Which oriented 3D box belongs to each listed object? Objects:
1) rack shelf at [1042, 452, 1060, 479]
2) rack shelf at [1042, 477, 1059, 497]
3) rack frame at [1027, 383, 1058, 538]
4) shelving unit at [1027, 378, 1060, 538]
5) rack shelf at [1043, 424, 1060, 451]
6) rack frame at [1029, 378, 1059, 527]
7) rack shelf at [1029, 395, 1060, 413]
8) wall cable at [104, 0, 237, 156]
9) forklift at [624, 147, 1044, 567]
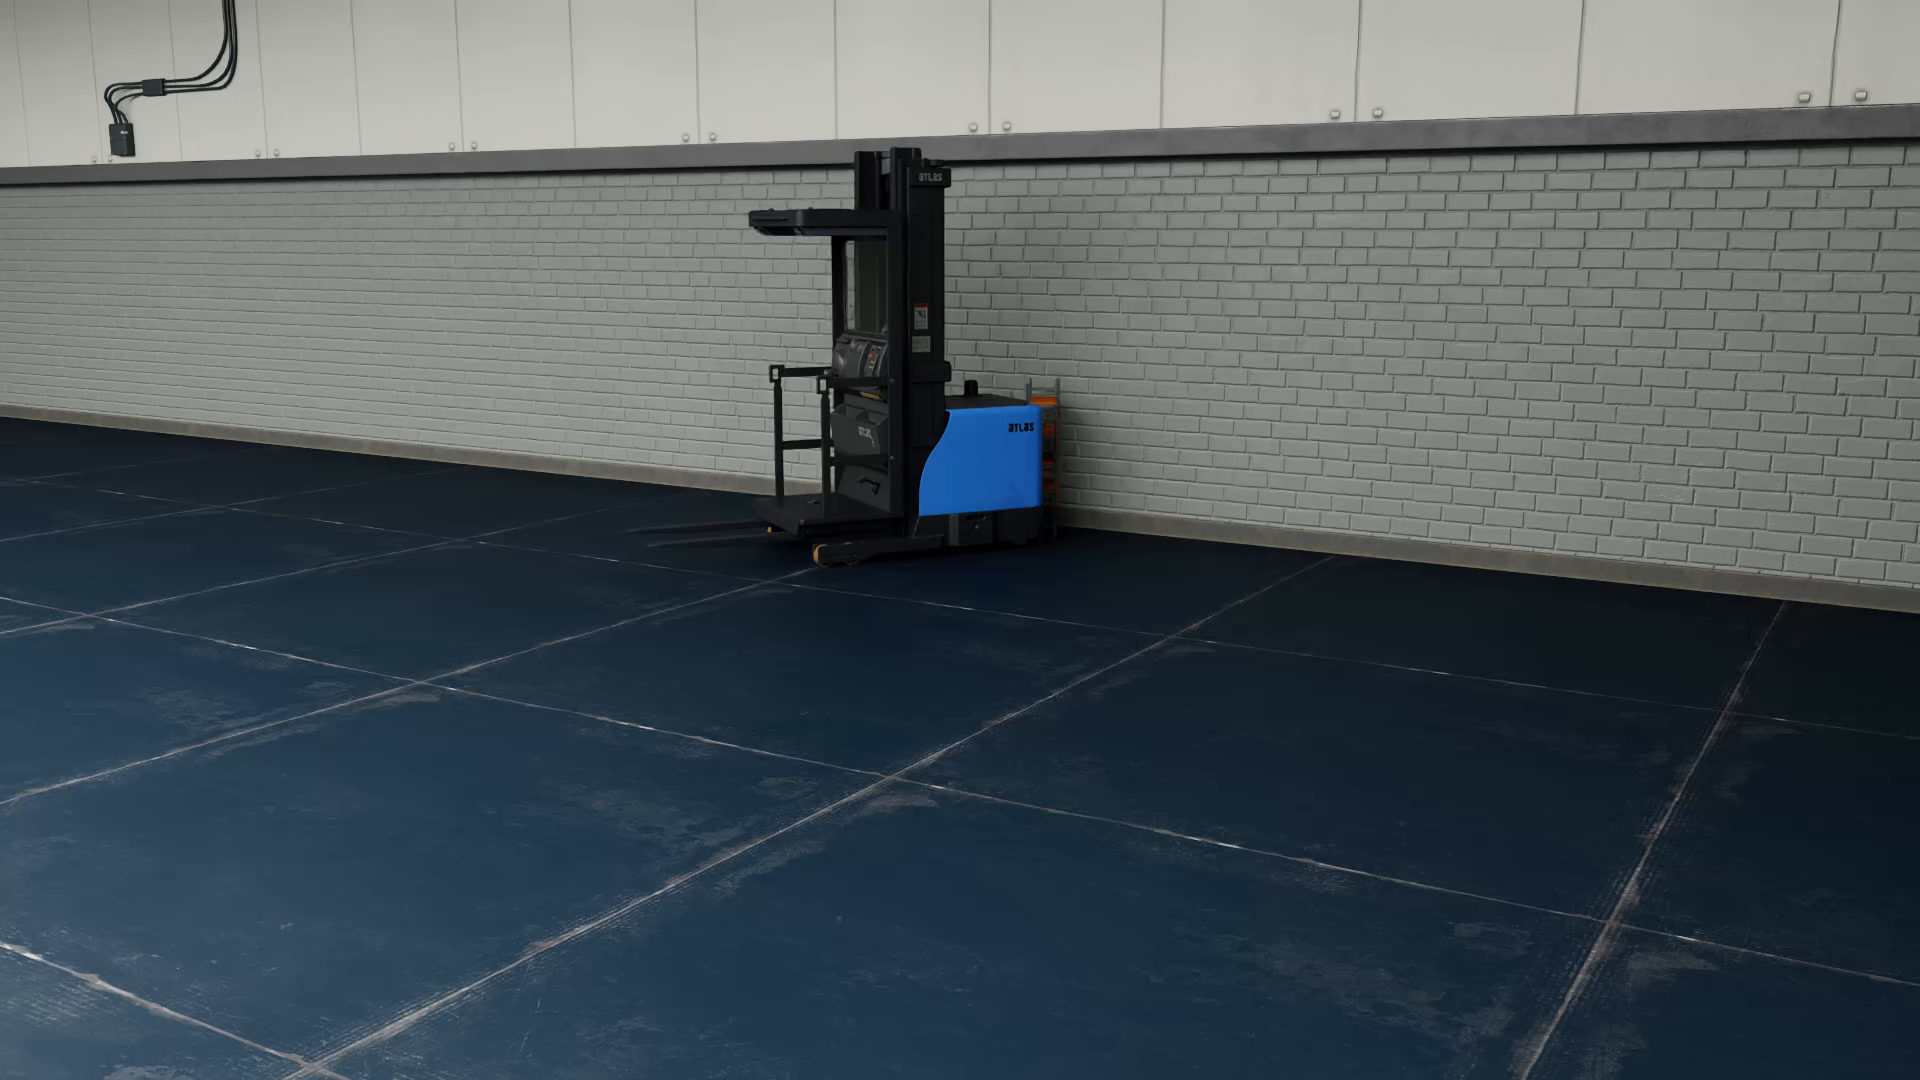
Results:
[{"bbox_3d":[0.652,-0.590,13.124,0.258,0.148,0.480,1,11,4],"label":"rack shelf"},{"bbox_3d":[0.652,-0.395,13.160,0.258,0.148,0.480,1,11,4],"label":"rack shelf"},{"bbox_3d":[0.633,-0.611,12.872,0.240,1.200,0.015,1,11,4],"label":"rack frame"},{"bbox_3d":[0.652,-0.656,13.112,0.258,1.200,0.503,1,11,4],"label":"shelving unit"},{"bbox_3d":[0.652,-0.810,13.083,0.258,0.148,0.480,1,11,4],"label":"rack shelf"},{"bbox_3d":[0.672,-0.701,13.351,0.240,1.200,0.015,1,11,4],"label":"rack frame"},{"bbox_3d":[0.652,-1.042,13.039,0.258,0.148,0.480,1,11,4],"label":"rack shelf"},{"bbox_3d":[-8.770,-7.275,18.034,2.305,6.003,0.169,6,12,31],"label":"wall cable"},{"bbox_3d":[-0.921,-1.356,12.149,3.031,2.935,1.130,-5,12,-25],"label":"forklift"}]
